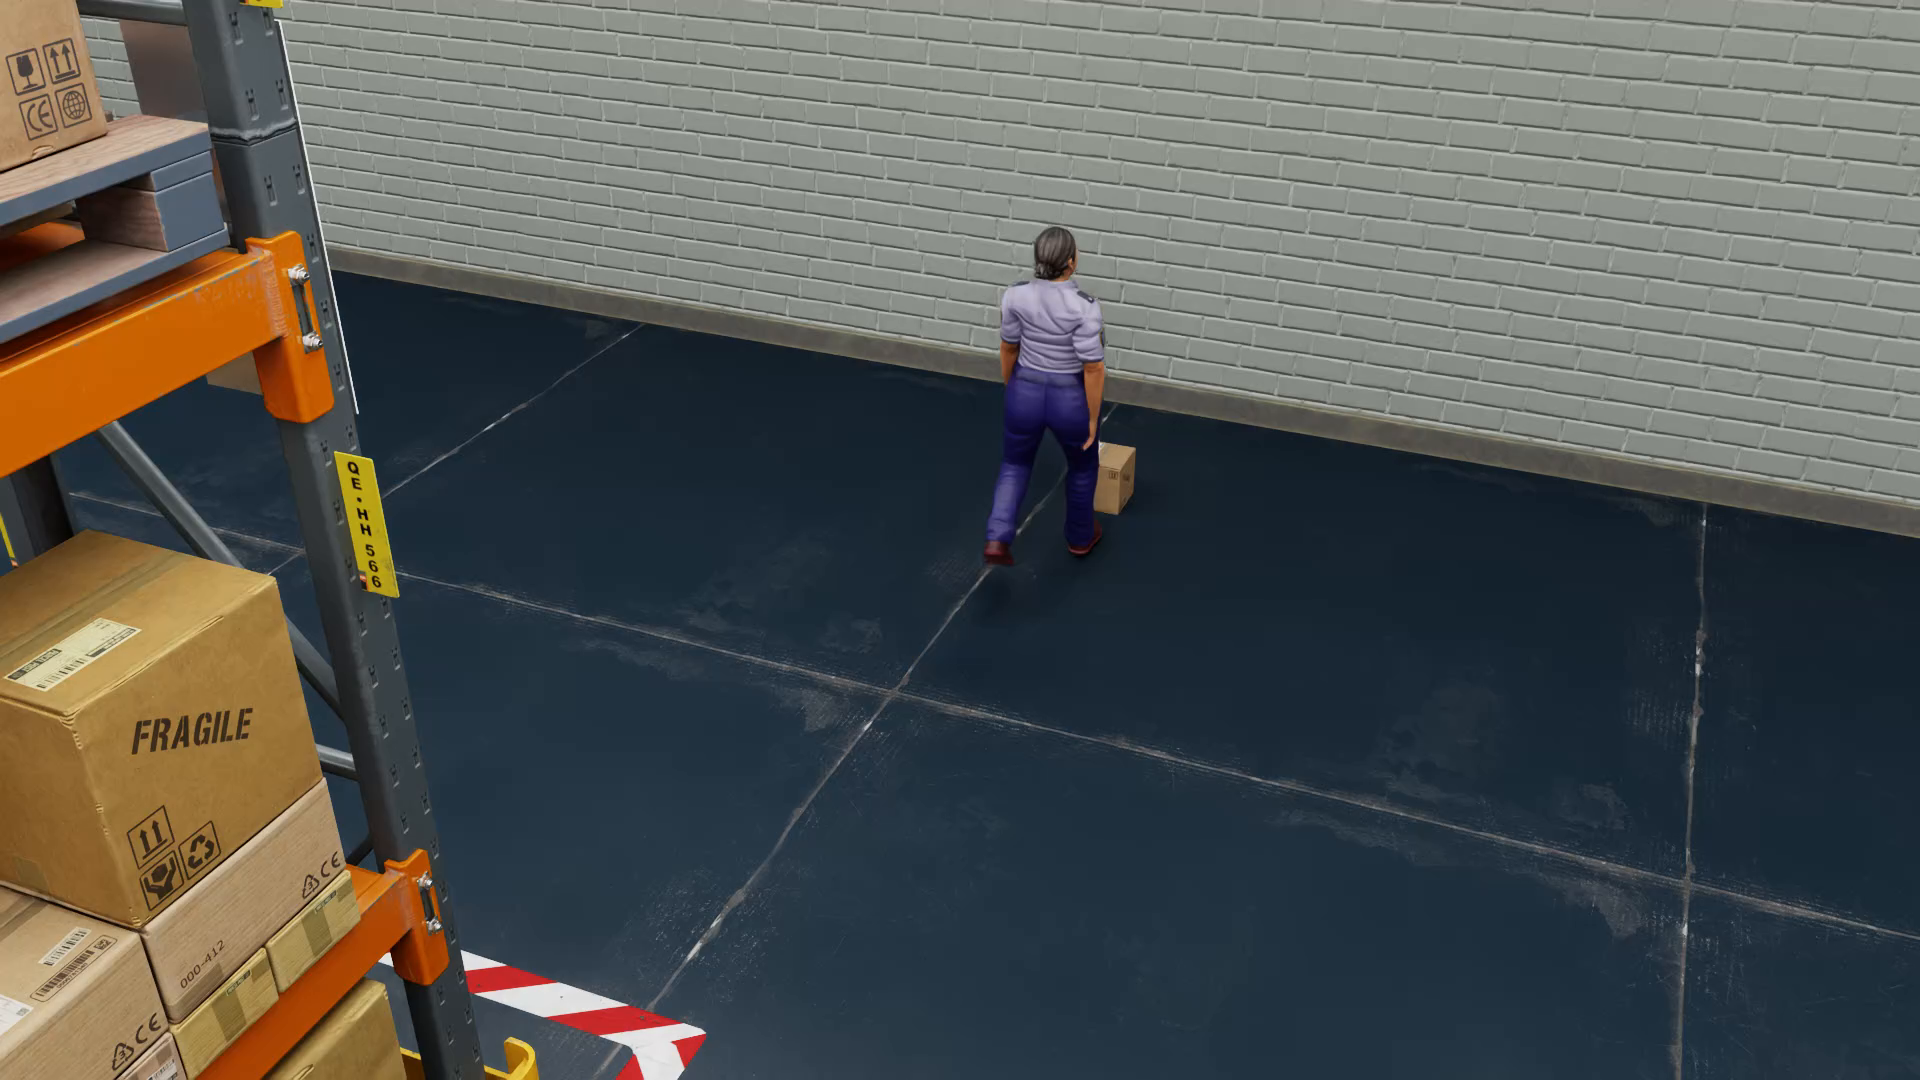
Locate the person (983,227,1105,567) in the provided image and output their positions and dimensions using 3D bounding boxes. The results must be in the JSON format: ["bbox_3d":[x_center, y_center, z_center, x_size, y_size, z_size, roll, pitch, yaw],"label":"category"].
[{"bbox_3d":[0.403,-0.600,7.169,0.483,1.621,0.776,9,31,15],"label":"person"}]
